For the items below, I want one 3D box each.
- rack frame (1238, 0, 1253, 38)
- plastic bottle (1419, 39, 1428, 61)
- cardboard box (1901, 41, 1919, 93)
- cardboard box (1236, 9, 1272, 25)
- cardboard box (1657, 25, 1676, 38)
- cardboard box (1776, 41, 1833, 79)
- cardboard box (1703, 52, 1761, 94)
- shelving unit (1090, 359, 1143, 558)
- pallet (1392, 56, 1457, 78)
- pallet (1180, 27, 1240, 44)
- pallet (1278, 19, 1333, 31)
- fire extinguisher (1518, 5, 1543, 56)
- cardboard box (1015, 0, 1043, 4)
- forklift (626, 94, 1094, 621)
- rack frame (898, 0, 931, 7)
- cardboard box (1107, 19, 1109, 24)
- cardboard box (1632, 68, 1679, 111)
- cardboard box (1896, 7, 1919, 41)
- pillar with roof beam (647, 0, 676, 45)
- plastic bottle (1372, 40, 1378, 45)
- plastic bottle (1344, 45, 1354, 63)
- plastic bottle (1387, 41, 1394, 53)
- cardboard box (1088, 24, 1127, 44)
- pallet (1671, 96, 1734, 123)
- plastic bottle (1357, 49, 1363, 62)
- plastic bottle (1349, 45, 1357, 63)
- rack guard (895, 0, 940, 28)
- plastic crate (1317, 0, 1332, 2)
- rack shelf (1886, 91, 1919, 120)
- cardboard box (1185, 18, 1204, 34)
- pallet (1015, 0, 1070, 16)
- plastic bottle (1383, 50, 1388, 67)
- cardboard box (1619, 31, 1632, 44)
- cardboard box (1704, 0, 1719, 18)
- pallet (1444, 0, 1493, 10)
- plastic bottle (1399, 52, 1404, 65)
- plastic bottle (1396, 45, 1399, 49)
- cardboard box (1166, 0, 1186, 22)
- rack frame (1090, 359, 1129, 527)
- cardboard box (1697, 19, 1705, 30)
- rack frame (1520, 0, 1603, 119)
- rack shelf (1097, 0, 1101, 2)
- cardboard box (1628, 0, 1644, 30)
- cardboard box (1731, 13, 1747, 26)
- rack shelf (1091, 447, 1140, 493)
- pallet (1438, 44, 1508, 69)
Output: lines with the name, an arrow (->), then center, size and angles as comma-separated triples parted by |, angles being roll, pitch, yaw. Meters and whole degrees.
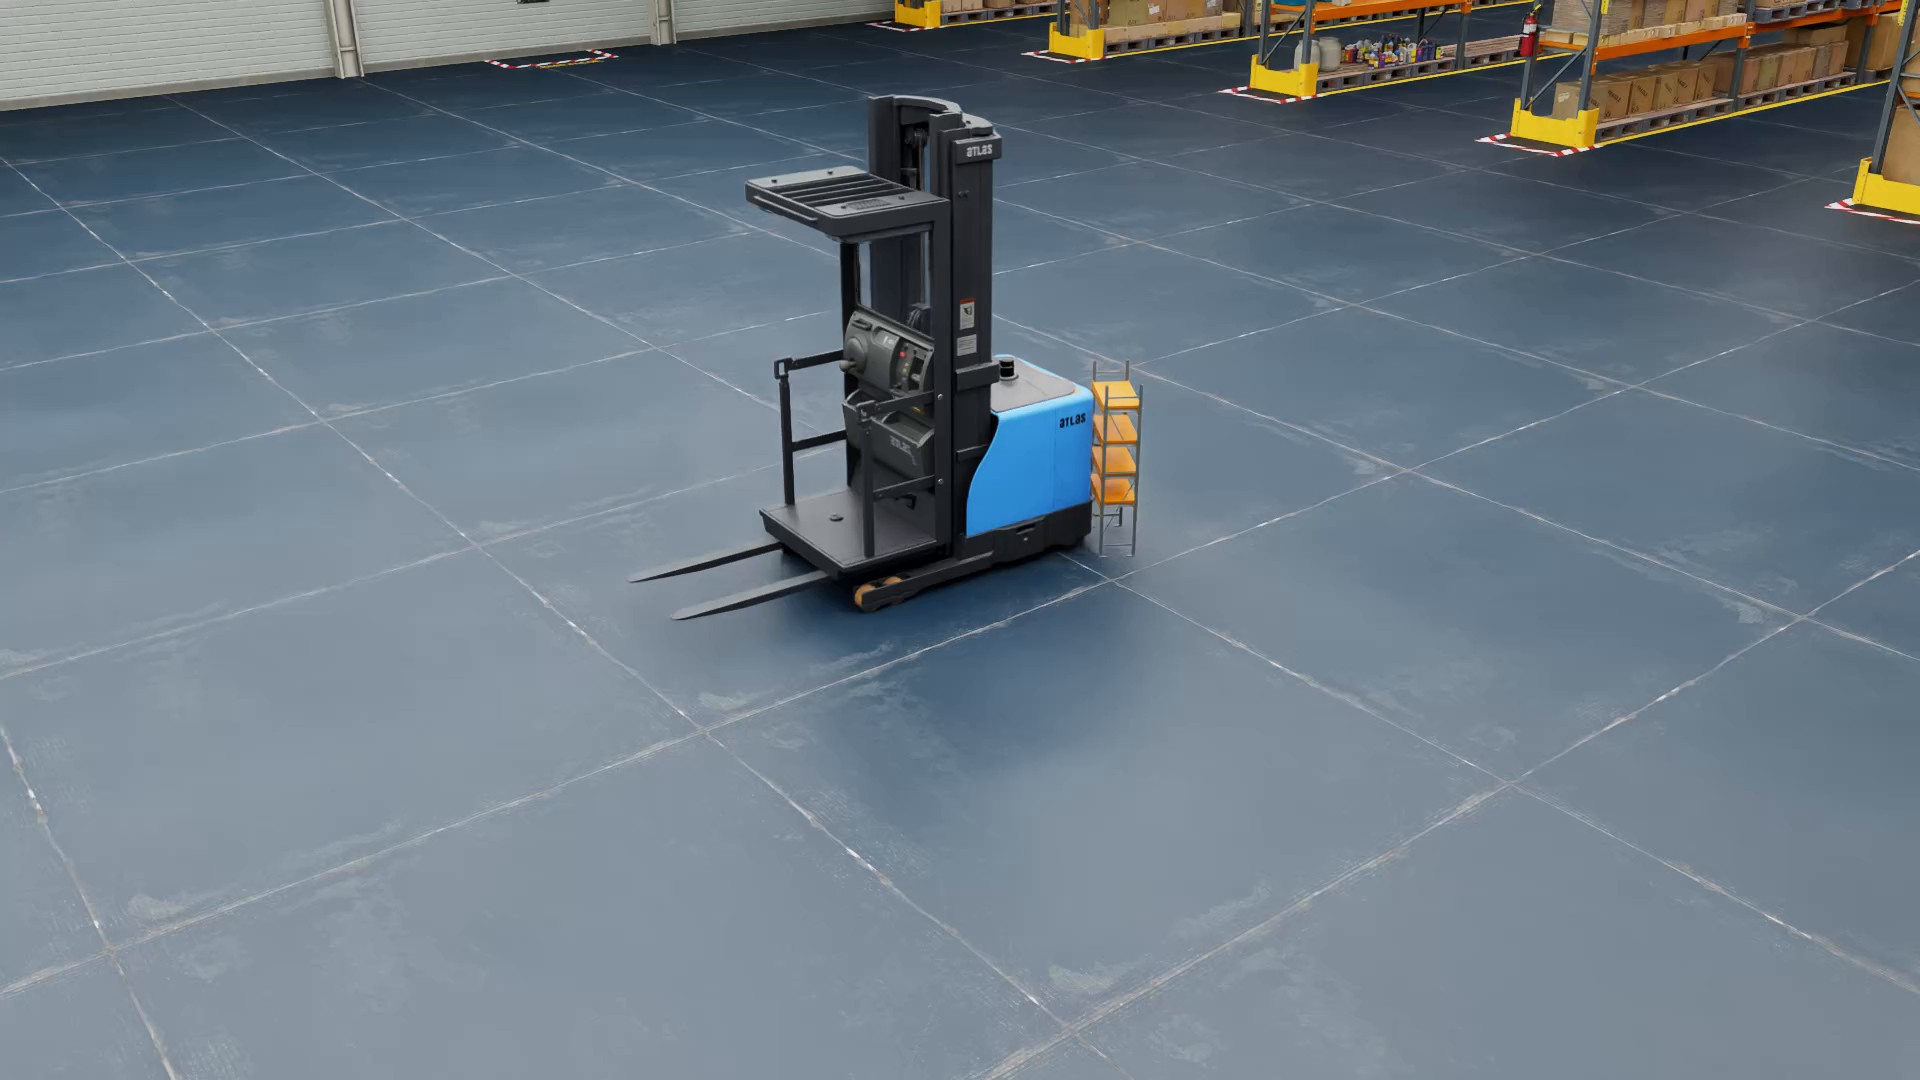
rack frame -> 5.281, -11.278, 31.987 | 0.127, 3.000, 1.000 | -18, 31, -34
plastic bottle -> 7.854, -8.321, 28.240 | 0.185, 0.351, 0.144 | -20, 32, -37
cardboard box -> 11.488, -5.466, 19.286 | 0.550, 0.550, 0.875 | -18, 31, -34
cardboard box -> 5.751, -10.244, 32.526 | 0.500, 0.250, 0.500 | -19, 31, -35
cardboard box -> 9.855, -7.195, 23.487 | 0.250, 0.149, 0.380 | -18, 31, -34
cardboard box -> 13.595, -7.771, 26.877 | 0.500, 0.500, 0.700 | -21, 32, -38
cardboard box -> 11.887, -7.213, 25.676 | 0.500, 0.500, 0.700 | -21, 32, -38
shelving unit -> 1.017, -0.536, 10.980 | 0.258, 1.200, 0.503 | -2, 25, -4
pallet -> 7.780, -8.210, 28.690 | 1.213, 0.211, 1.003 | -18, 31, -34
pallet -> 4.629, -9.820, 32.158 | 1.213, 0.211, 1.003 | -18, 31, -34
pallet -> 6.797, -10.536, 33.701 | 1.213, 0.211, 1.003 | -18, 31, -34
fire extinguisher -> 7.869, -7.044, 22.956 | 0.183, 0.674, 0.296 | -18, 31, -34
cardboard box -> 1.429, -11.701, 35.345 | 0.500, 0.500, 0.500 | -21, 32, -38
forklift -> -0.618, -1.137, 10.217 | 3.031, 2.935, 1.130 | -16, 29, -31
rack frame -> -0.926, -11.879, 33.282 | 0.127, 3.000, 1.000 | -18, 31, -34
cardboard box -> 2.759, -9.553, 31.038 | 0.500, 0.250, 0.500 | -18, 31, -34
cardboard box -> 10.165, -6.622, 24.427 | 0.500, 0.500, 0.500 | -22, 33, -38
cardboard box -> 15.800, -8.662, 28.376 | 0.875, 0.875, 1.225 | -18, 30, -34
pillar with roof beam -> -2.974, -12.083, 26.597 | 0.400, 9.000, 9.100 | -18, 31, -34
plastic bottle -> 7.139, -8.453, 28.604 | 0.133, 0.283, 0.061 | -17, 30, -32
plastic bottle -> 6.577, -8.239, 28.153 | 0.135, 0.276, 0.152 | -18, 30, -34
plastic bottle -> 7.404, -8.448, 28.608 | 0.097, 0.271, 0.097 | 0, 25, 0
cardboard box -> 2.692, -9.247, 30.380 | 0.500, 0.250, 0.500 | -18, 31, -34
pallet -> 10.884, -6.544, 25.099 | 1.213, 0.211, 1.003 | -18, 31, -34
plastic bottle -> 6.777, -8.205, 28.168 | 0.097, 0.201, 0.097 | 0, 25, 0
plastic bottle -> 6.643, -8.208, 28.076 | 0.133, 0.283, 0.061 | -18, 31, -34
rack guard -> -0.867, -10.764, 33.850 | 0.348, 0.500, 1.175 | -18, 31, -34
plastic crate -> 5.911, -8.925, 27.095 | 0.408, 0.251, 0.499 | -18, 31, -34
rack shelf -> 12.798, -5.480, 20.349 | 4.000, 0.370, 1.077 | -18, 31, -34
cardboard box -> 4.267, -9.767, 31.498 | 0.500, 0.250, 0.500 | -18, 31, -34
pallet -> 1.714, -11.467, 35.706 | 1.213, 0.211, 1.003 | -18, 31, -34
plastic bottle -> 7.075, -8.015, 27.676 | 0.097, 0.271, 0.097 | 0, 25, 0
cardboard box -> 9.029, -6.956, 22.972 | 0.250, 0.149, 0.380 | -18, 31, -34
cardboard box -> 10.583, -7.961, 24.367 | 0.500, 0.500, 0.875 | -18, 31, -34
pallet -> 10.959, -11.867, 36.569 | 1.213, 0.211, 1.003 | -18, 31, -34
plastic bottle -> 7.394, -8.089, 27.917 | 0.097, 0.201, 0.097 | 0, 25, 0
plastic bottle -> 7.404, -8.201, 28.061 | 0.133, 0.283, 0.061 | -18, 31, -34
cardboard box -> 3.874, -9.976, 31.059 | 0.500, 0.500, 0.500 | -18, 31, -34
rack frame -> 0.996, -0.639, 11.201 | 0.240, 1.200, 0.015 | -2, 25, -4
cardboard box -> 10.560, -7.498, 24.141 | 0.250, 0.149, 0.380 | -18, 31, -34
rack frame -> 8.243, -6.956, 22.675 | 0.127, 3.000, 1.000 | -18, 31, -34
rack shelf -> 3.707, -10.432, 31.019 | 4.000, 0.370, 1.077 | -18, 31, -34
cardboard box -> 9.012, -7.440, 23.245 | 0.500, 0.500, 0.875 | -18, 31, -34
cardboard box -> 11.403, -7.728, 24.636 | 0.250, 0.149, 0.380 | -18, 31, -34
rack shelf -> 1.017, -0.475, 11.009 | 0.258, 0.148, 0.480 | -2, 25, -4
pallet -> 8.928, -8.588, 29.503 | 1.213, 0.211, 1.003 | -18, 31, -34
